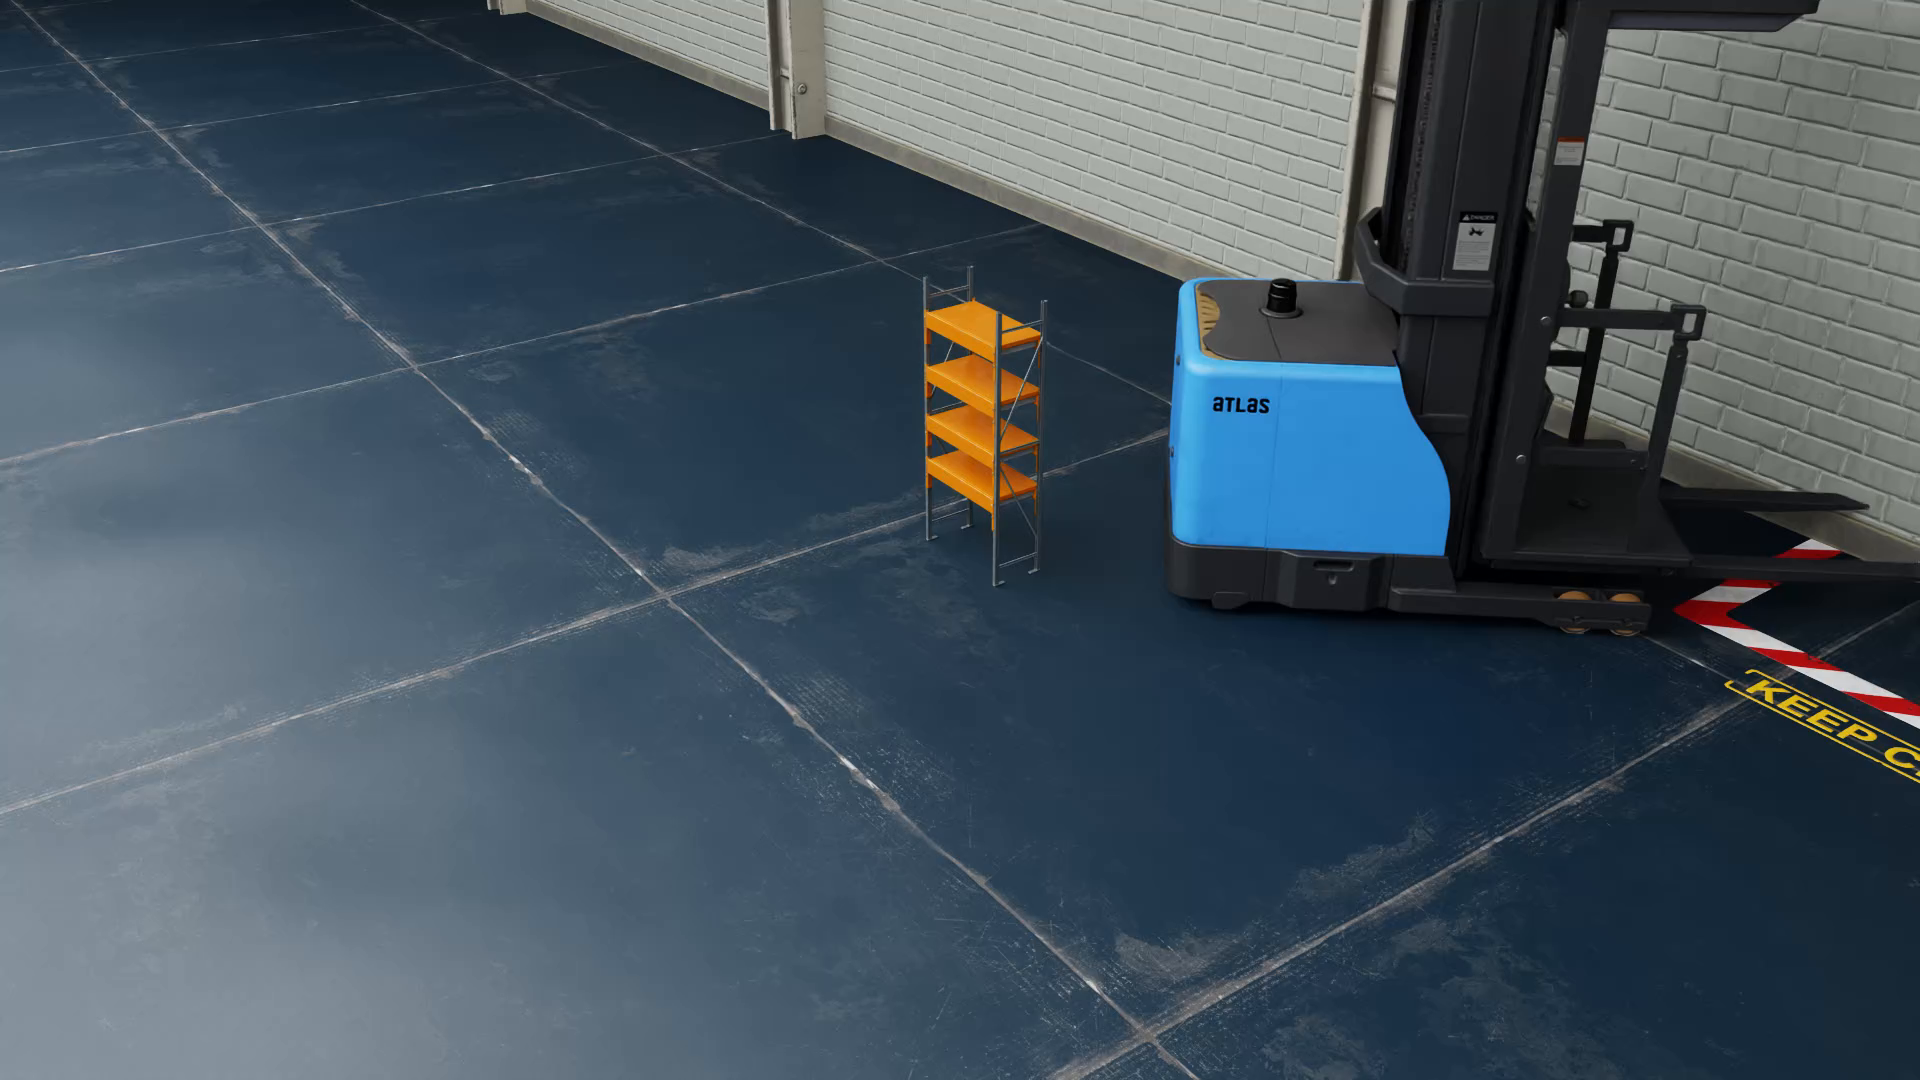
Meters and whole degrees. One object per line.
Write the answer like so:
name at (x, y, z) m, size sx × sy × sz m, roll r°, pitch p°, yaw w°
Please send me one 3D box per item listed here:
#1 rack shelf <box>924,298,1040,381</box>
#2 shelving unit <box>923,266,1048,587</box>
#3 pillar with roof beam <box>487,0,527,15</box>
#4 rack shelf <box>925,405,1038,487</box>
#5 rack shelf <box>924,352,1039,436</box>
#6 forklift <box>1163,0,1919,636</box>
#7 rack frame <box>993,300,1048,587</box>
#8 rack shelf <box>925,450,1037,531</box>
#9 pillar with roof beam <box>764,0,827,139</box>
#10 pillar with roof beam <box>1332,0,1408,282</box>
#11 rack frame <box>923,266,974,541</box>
rack shelf at (0.096, -0.808, 6.658) m, size 0.258 × 0.148 × 0.480 m, roll -19°, pitch 34°, yaw -31°
shelving unit at (0.096, -0.463, 6.845) m, size 0.258 × 1.200 × 0.503 m, roll -19°, pitch 34°, yaw -31°
pillar with roof beam at (-8.266, -8.354, 13.203) m, size 9.100 × 9.000 × 0.400 m, roll -19°, pitch 34°, yaw -31°
rack shelf at (0.096, -0.404, 6.877) m, size 0.258 × 0.148 × 0.480 m, roll -19°, pitch 34°, yaw -31°
rack shelf at (0.096, -0.600, 6.771) m, size 0.258 × 0.148 × 0.480 m, roll -19°, pitch 34°, yaw -31°
forklift at (2.385, -1.175, 6.343) m, size 3.031 × 2.935 × 1.130 m, roll 3°, pitch 29°, yaw 5°
rack frame at (0.238, -0.368, 6.670) m, size 0.240 × 1.200 × 0.015 m, roll -19°, pitch 34°, yaw -31°
rack shelf at (0.096, -0.229, 6.972) m, size 0.258 × 0.148 × 0.480 m, roll -19°, pitch 34°, yaw -31°
pillar with roof beam at (-4.786, -6.021, 8.908) m, size 9.100 × 9.000 × 0.400 m, roll -19°, pitch 34°, yaw -31°
pillar with roof beam at (-1.306, -3.689, 4.613) m, size 9.100 × 9.000 × 0.400 m, roll -19°, pitch 34°, yaw -31°
rack frame at (-0.046, -0.558, 7.020) m, size 0.240 × 1.200 × 0.015 m, roll -19°, pitch 34°, yaw -31°
